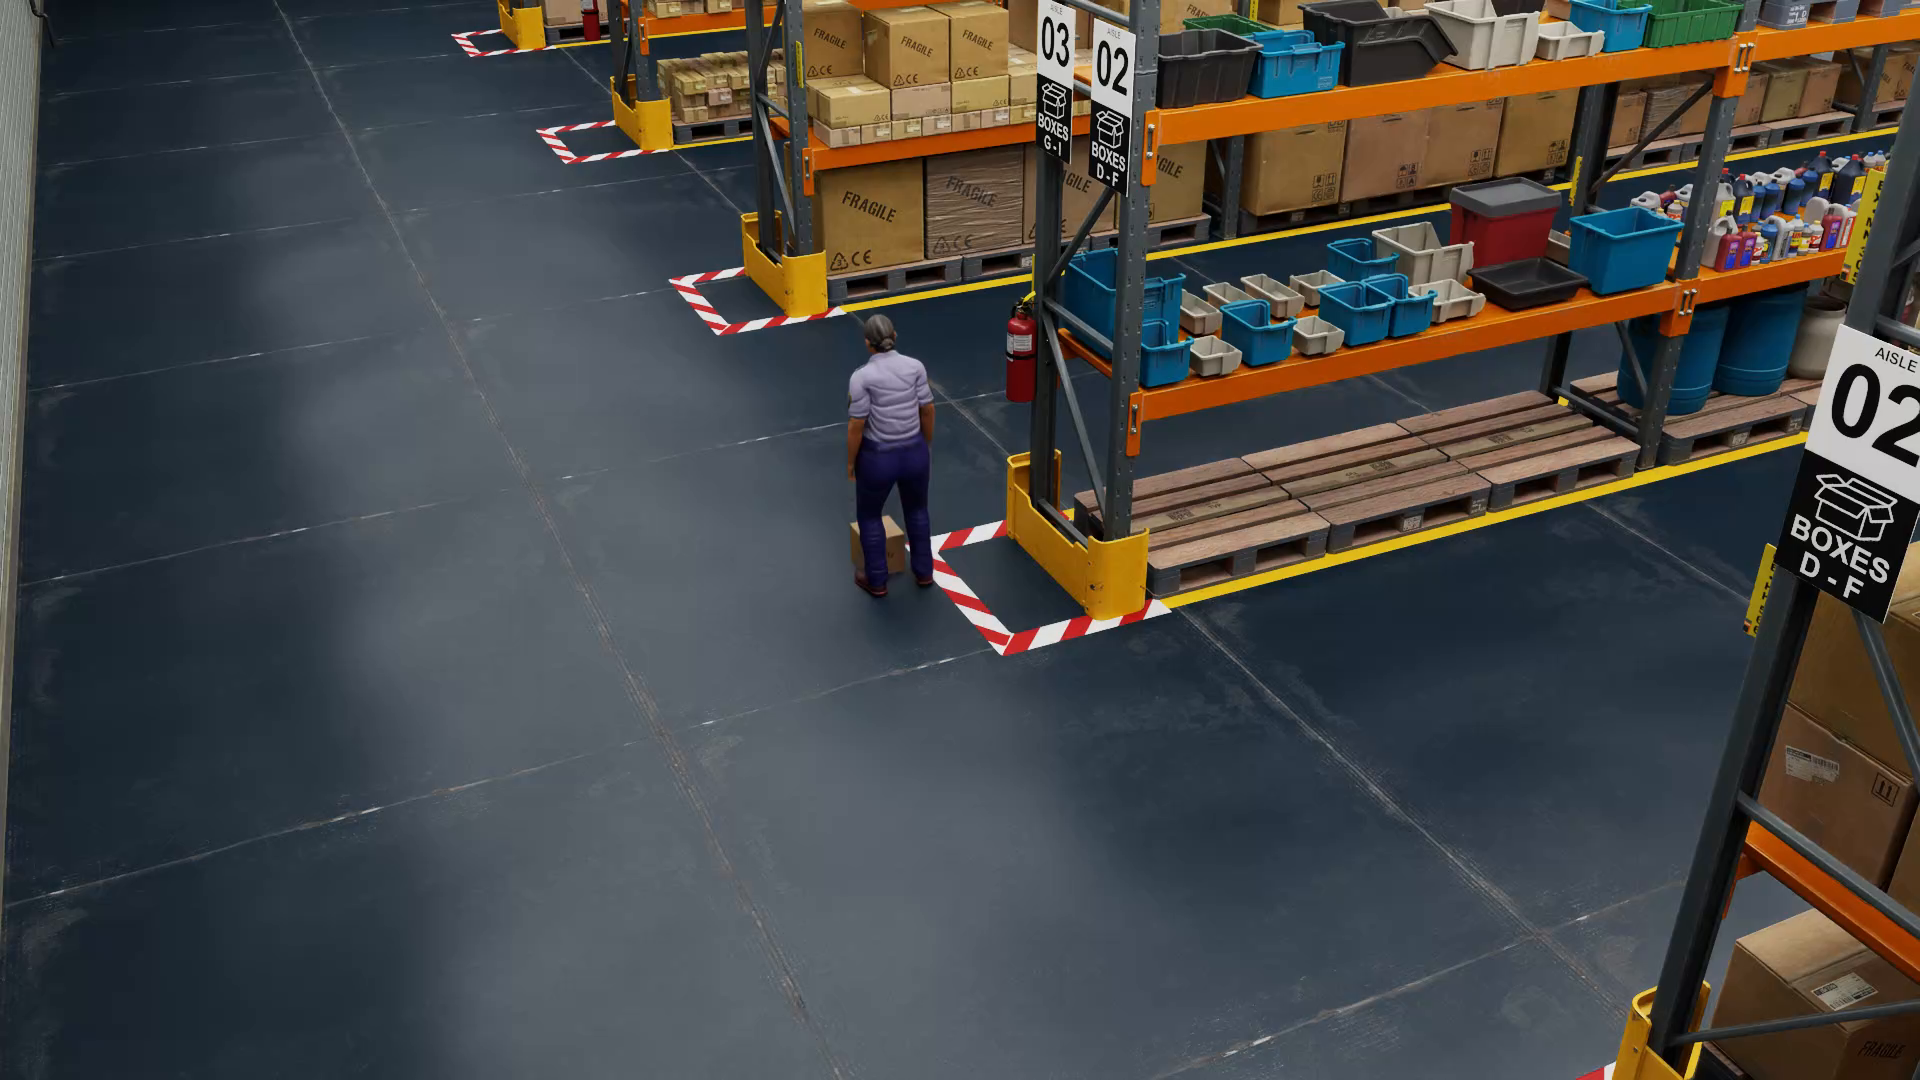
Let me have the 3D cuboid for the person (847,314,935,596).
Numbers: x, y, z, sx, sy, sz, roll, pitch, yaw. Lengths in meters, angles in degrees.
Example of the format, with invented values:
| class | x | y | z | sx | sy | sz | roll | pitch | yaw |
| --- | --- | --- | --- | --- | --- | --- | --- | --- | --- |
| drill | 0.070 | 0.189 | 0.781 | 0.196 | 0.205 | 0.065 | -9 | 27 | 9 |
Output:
| class | x | y | z | sx | sy | sz | roll | pitch | yaw |
| --- | --- | --- | --- | --- | --- | --- | --- | --- | --- |
| person | -0.380 | -0.461 | 9.265 | 0.544 | 1.651 | 0.372 | -12 | 32 | -21 |
